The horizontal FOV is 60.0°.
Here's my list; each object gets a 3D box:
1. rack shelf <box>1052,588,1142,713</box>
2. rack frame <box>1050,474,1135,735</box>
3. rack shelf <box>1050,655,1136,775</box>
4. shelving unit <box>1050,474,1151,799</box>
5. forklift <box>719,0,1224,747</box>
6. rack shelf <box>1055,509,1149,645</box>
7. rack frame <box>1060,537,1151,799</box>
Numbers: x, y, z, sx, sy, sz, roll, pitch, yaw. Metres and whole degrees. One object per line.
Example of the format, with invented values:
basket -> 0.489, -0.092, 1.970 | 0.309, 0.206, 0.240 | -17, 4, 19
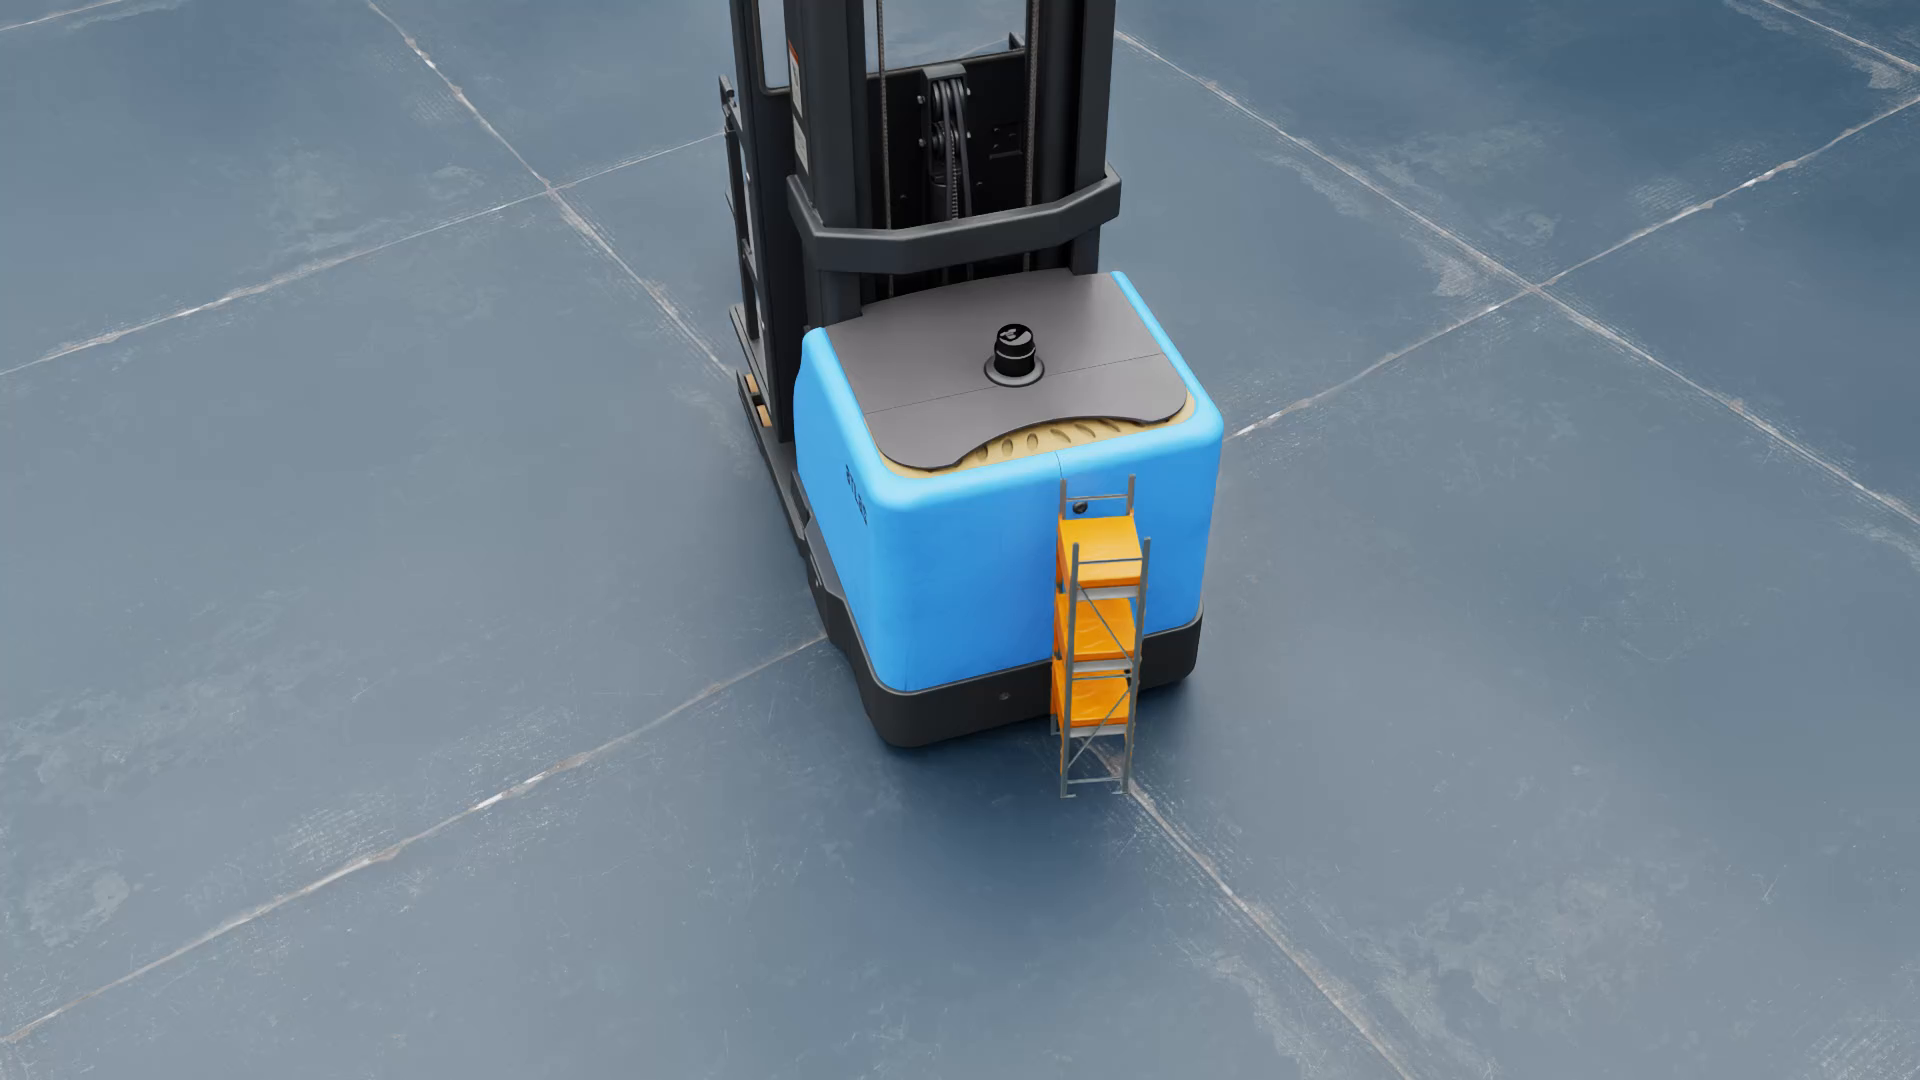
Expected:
rack shelf -> 0.382, 0.305, 4.684 | 0.215, 0.259, 0.240 | -4, 44, -3
rack frame -> 0.372, 0.213, 4.764 | 0.200, 1.050, 0.008 | -4, 44, -3
rack shelf -> 0.386, 0.506, 4.876 | 0.215, 0.259, 0.240 | -4, 44, -3
shelving unit -> 0.382, 0.297, 4.676 | 0.215, 1.050, 0.252 | -4, 44, -3
forklift -> -0.194, -1.472, 5.169 | 1.130, 2.935, 3.031 | -13, 45, -13
rack shelf -> 0.378, 0.100, 4.487 | 0.215, 0.259, 0.240 | -4, 44, -3
rack frame -> 0.392, 0.381, 4.588 | 0.200, 1.050, 0.008 | -4, 44, -3
